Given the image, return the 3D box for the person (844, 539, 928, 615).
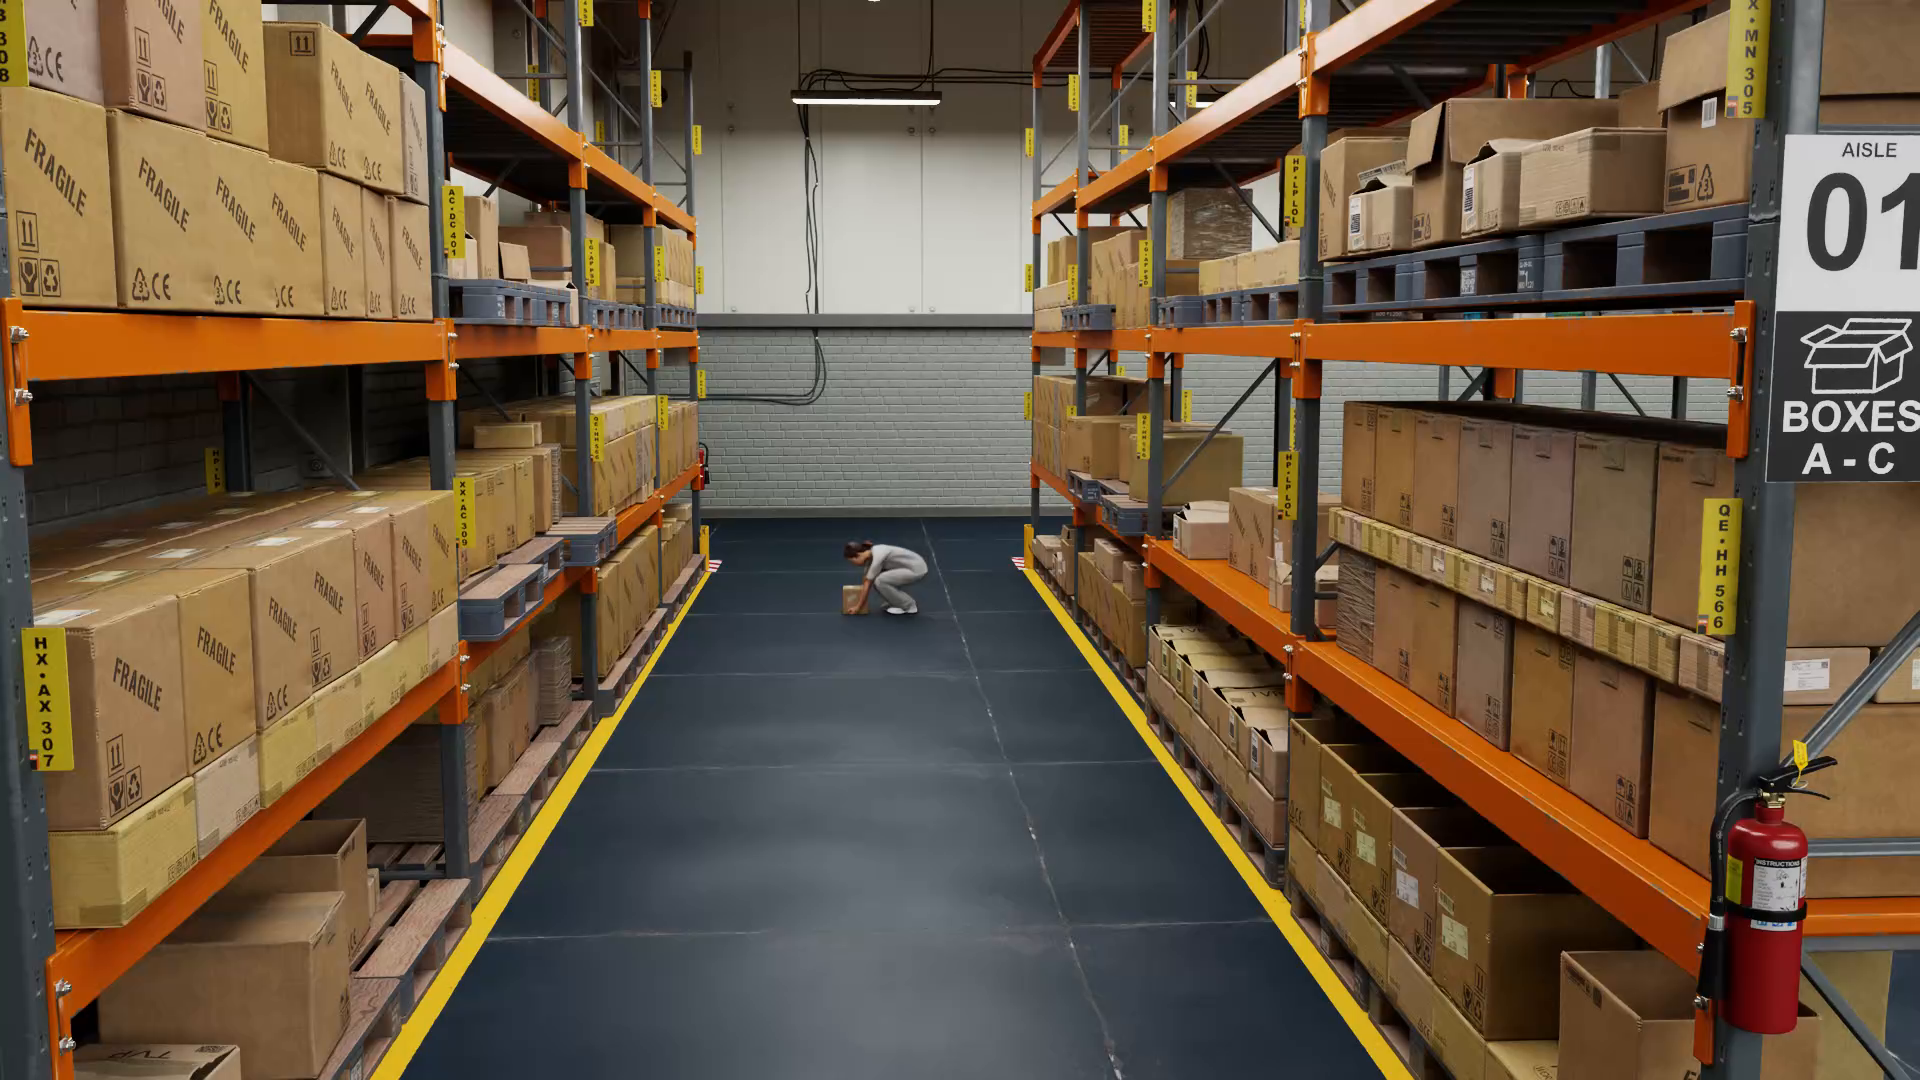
[{"bbox_3d":[-0.742,0.383,16.694,0.842,0.808,0.460,-1,7,-5],"label":"person"}]
